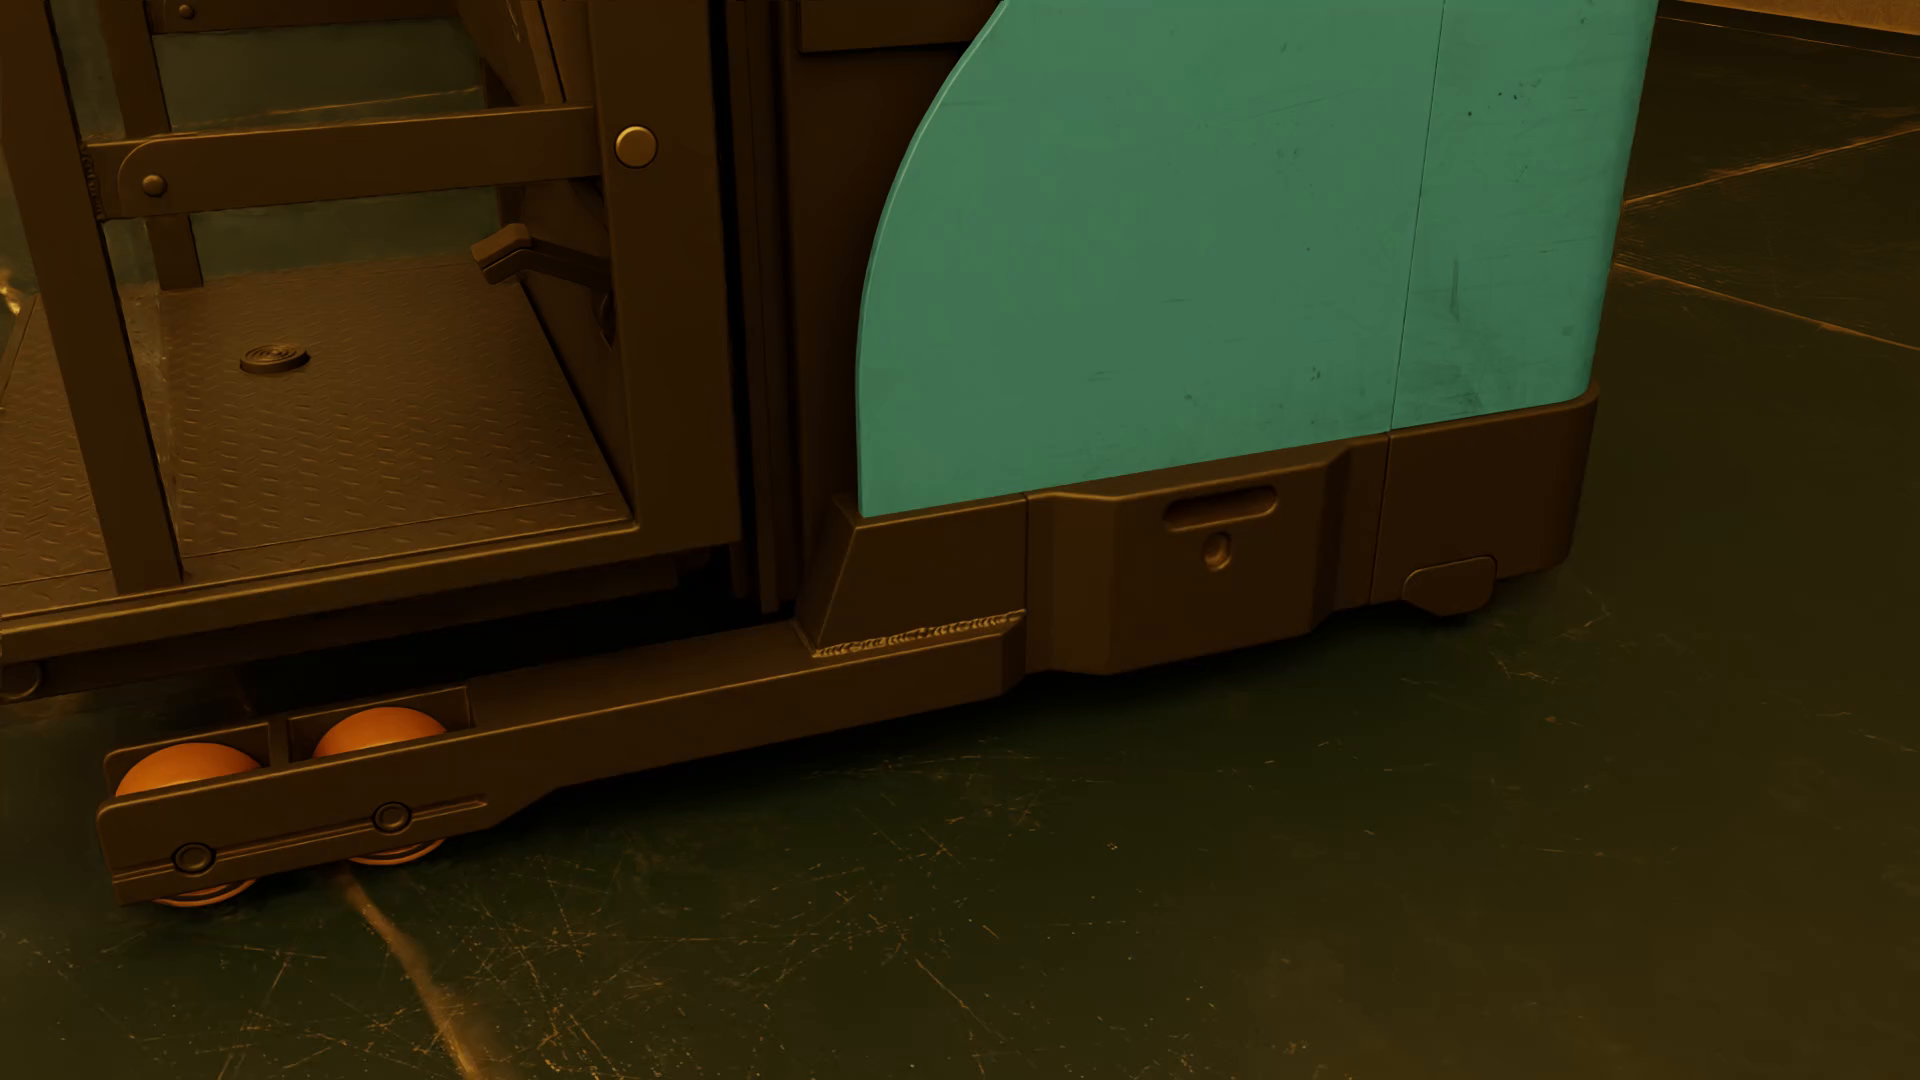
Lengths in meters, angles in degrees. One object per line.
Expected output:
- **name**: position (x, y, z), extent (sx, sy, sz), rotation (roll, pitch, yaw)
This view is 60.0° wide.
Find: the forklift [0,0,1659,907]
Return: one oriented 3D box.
- **forklift**: position (-0.715, -1.196, 1.615), extent (3.031, 2.935, 1.130), rotation (-10, 28, -19)
